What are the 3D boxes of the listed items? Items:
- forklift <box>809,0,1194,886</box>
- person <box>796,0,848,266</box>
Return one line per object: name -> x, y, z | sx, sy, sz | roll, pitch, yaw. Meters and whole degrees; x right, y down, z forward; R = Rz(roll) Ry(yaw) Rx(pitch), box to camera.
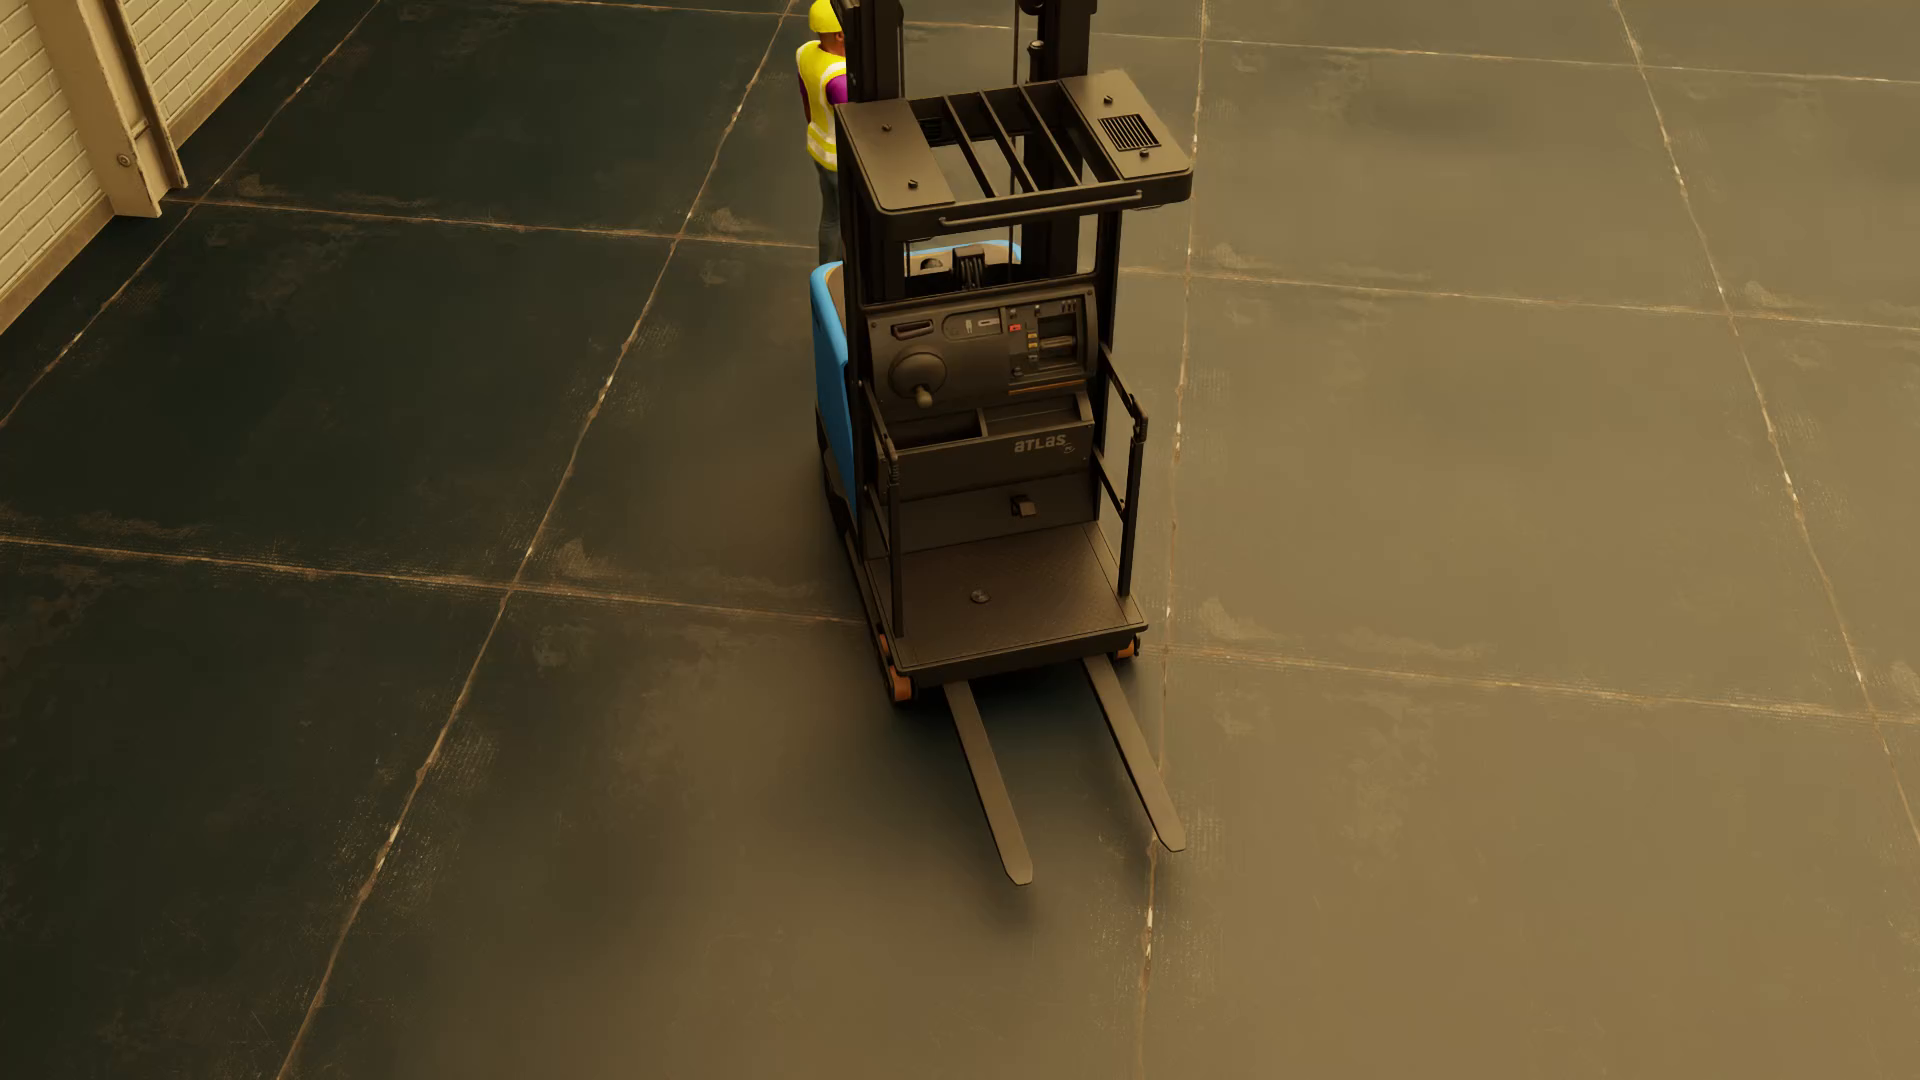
forklift -> 0.153, -0.681, 6.465 | 1.130, 2.935, 3.031 | -10, 44, -11
person -> -0.607, -2.039, 8.805 | 0.371, 1.771, 0.554 | -22, 47, -22
